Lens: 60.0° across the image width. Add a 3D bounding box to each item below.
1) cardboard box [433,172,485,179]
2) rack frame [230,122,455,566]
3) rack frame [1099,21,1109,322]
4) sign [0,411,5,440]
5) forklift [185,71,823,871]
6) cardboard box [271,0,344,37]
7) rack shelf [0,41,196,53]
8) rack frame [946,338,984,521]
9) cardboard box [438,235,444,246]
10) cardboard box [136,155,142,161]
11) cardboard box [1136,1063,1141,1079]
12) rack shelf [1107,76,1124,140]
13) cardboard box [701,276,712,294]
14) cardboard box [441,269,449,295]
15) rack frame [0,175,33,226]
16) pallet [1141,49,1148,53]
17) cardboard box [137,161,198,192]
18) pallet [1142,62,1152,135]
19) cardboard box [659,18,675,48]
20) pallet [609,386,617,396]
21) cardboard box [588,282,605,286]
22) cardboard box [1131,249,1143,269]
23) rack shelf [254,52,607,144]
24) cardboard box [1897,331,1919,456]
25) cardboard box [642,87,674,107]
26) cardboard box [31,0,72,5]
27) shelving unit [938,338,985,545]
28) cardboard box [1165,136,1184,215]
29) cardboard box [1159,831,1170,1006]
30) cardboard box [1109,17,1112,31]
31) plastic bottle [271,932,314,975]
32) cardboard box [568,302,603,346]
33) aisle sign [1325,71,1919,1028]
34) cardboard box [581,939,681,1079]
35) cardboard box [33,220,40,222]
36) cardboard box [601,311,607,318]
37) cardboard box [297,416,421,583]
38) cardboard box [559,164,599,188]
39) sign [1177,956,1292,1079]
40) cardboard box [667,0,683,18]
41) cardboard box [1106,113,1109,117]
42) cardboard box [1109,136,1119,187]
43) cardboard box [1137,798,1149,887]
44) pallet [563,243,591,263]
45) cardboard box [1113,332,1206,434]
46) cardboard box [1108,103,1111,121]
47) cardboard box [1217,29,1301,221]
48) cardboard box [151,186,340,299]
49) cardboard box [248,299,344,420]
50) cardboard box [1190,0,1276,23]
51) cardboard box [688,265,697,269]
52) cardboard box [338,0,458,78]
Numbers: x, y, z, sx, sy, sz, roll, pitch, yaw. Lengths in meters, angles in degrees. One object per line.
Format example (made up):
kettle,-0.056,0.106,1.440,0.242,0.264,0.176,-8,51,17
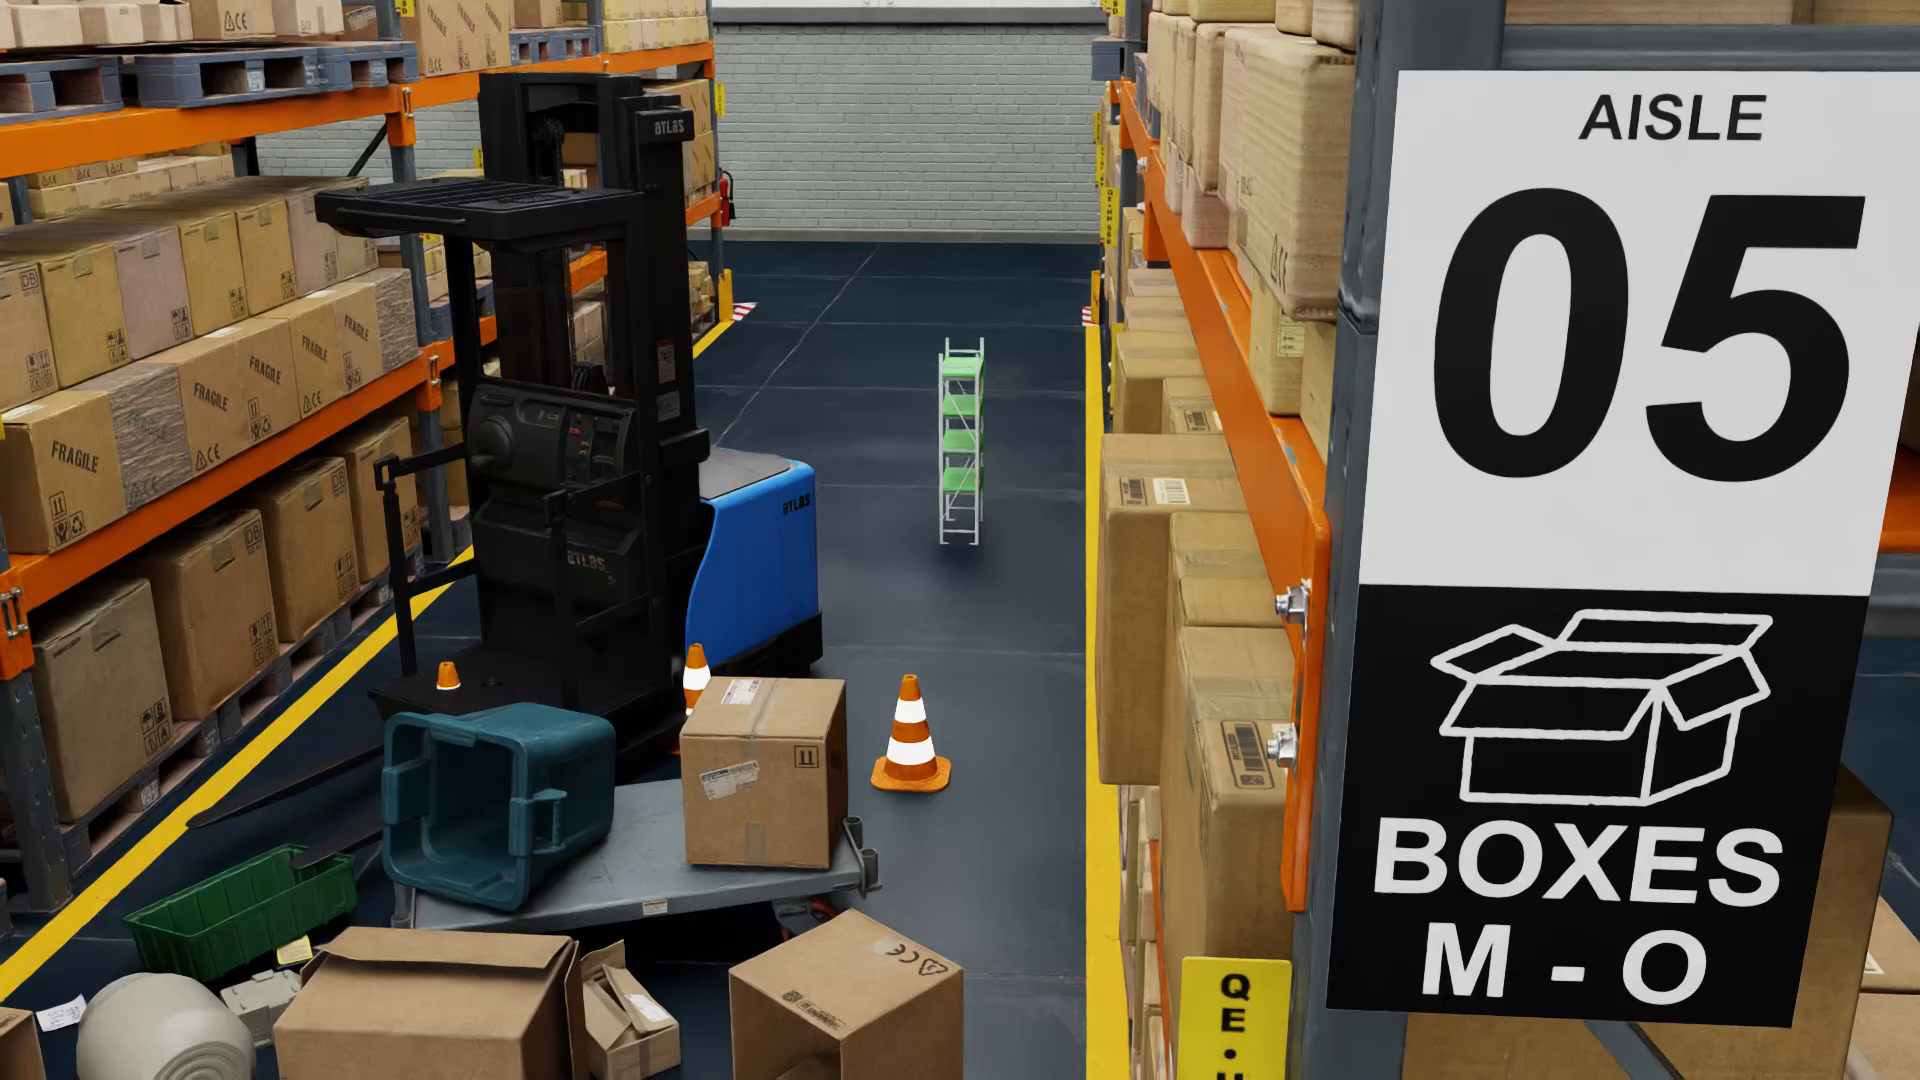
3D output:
cardboard box,-3.777,-2.709,12.647,0.380,0.149,0.250,2,18,5
rack frame,-3.563,-1.303,9.582,1.000,3.000,0.127,1,18,4
rack frame,1.955,-3.708,16.923,1.000,3.000,0.127,1,18,4
sign,-3.296,-0.498,5.607,0.100,0.325,0.005,1,18,4
forklift,-1.896,-0.437,7.049,1.130,2.935,3.031,11,21,30
cardboard box,-3.339,-2.602,8.037,0.500,0.311,0.500,1,18,4
rack shelf,-8.073,-4.392,15.347,1.077,0.370,4.000,1,18,4
rack frame,0.029,-0.697,10.624,0.240,1.200,0.015,1,18,4
cardboard box,-3.320,-1.888,10.143,0.380,0.149,0.250,1,18,2
cardboard box,-8.300,-3.897,16.057,0.500,0.500,0.500,1,18,2
cardboard box,0.721,1.634,4.361,0.500,0.250,0.500,1,18,3
rack shelf,1.525,-2.928,10.881,1.077,0.370,4.000,1,18,4
cardboard box,-2.743,-2.603,16.977,0.380,0.149,0.250,1,18,2
cardboard box,-3.310,-1.601,10.220,0.380,0.149,0.250,2,18,7
rack frame,-8.216,-2.687,13.807,1.000,3.000,0.127,1,18,4
pallet,1.652,-3.515,11.822,0.805,0.209,1.217,1,18,2
cardboard box,-7.773,-3.528,16.135,0.500,0.250,0.500,1,18,2
pallet,1.245,-1.507,5.689,1.213,0.211,1.003,1,18,4
cardboard box,-2.855,-4.516,14.813,0.500,0.250,0.500,2,18,6
pallet,-3.331,-0.978,13.069,1.003,0.211,1.213,1,18,4
cardboard box,-3.441,-2.351,15.728,0.380,0.149,0.250,2,18,5
cardboard box,1.013,-0.995,7.331,0.500,0.500,0.500,1,18,2
rack shelf,-3.420,-3.008,11.122,1.077,0.370,4.000,1,18,4
cardboard box,1.156,-0.141,1.622,0.380,0.149,0.250,1,18,4
cardboard box,-2.874,-3.820,15.021,0.500,0.500,0.500,1,18,2
cardboard box,-3.944,-2.240,6.933,0.500,0.311,0.500,1,18,2
shelving unit,0.012,-0.622,10.393,0.258,1.200,0.503,1,18,4
cardboard box,0.648,-0.798,3.626,0.380,0.149,0.250,1,18,3
cardboard box,0.652,0.587,3.177,0.500,0.500,0.500,1,18,4
cardboard box,1.228,-3.595,11.460,0.380,0.166,0.250,0,18,0
plastic bottle,-2.364,1.455,5.883,0.133,0.061,0.283,-9,20,-25
cardboard box,-3.078,-1.676,12.857,0.500,0.250,0.500,1,18,2
aisle sign,0.514,0.038,1.314,0.394,0.787,0.004,1,18,4
cardboard box,-1.104,1.523,5.349,0.258,0.266,0.396,-13,22,-34
cardboard box,-7.863,-2.652,14.104,0.380,0.149,0.250,1,18,4
cardboard box,-2.966,-1.859,14.228,0.380,0.149,0.250,2,18,7
cardboard box,-3.696,-0.246,9.296,1.050,0.750,0.750,1,18,3
cardboard box,-2.989,-2.882,13.764,0.500,0.500,0.500,1,18,3
sign,0.256,0.542,1.585,0.100,0.325,0.005,1,18,4
cardboard box,-2.844,-4.913,15.219,0.500,0.250,0.500,2,18,5
cardboard box,1.471,-3.299,13.907,0.500,0.500,0.500,1,18,3
cardboard box,1.303,-2.544,11.604,0.500,0.500,0.500,1,18,3
cardboard box,0.679,0.835,4.552,0.380,0.149,0.250,2,18,6
pallet,-3.476,-2.220,12.689,1.003,0.211,1.213,1,18,4
cardboard box,0.725,-0.200,3.972,0.700,0.500,0.500,1,18,3
cardboard box,1.373,-3.400,13.173,0.380,0.149,0.250,1,18,3
cardboard box,0.627,-0.555,2.247,0.500,0.250,0.500,1,18,3
cardboard box,-3.640,-1.529,8.506,0.700,0.500,0.500,1,18,3
cardboard box,-3.401,-0.894,8.174,0.500,0.500,0.500,1,18,3
cardboard box,0.614,-1.013,3.002,0.380,0.149,0.250,2,18,5
cardboard box,-2.850,-2.668,16.697,0.380,0.149,0.250,2,18,5
cardboard box,-3.257,-2.947,9.622,0.500,0.500,0.500,1,18,4
